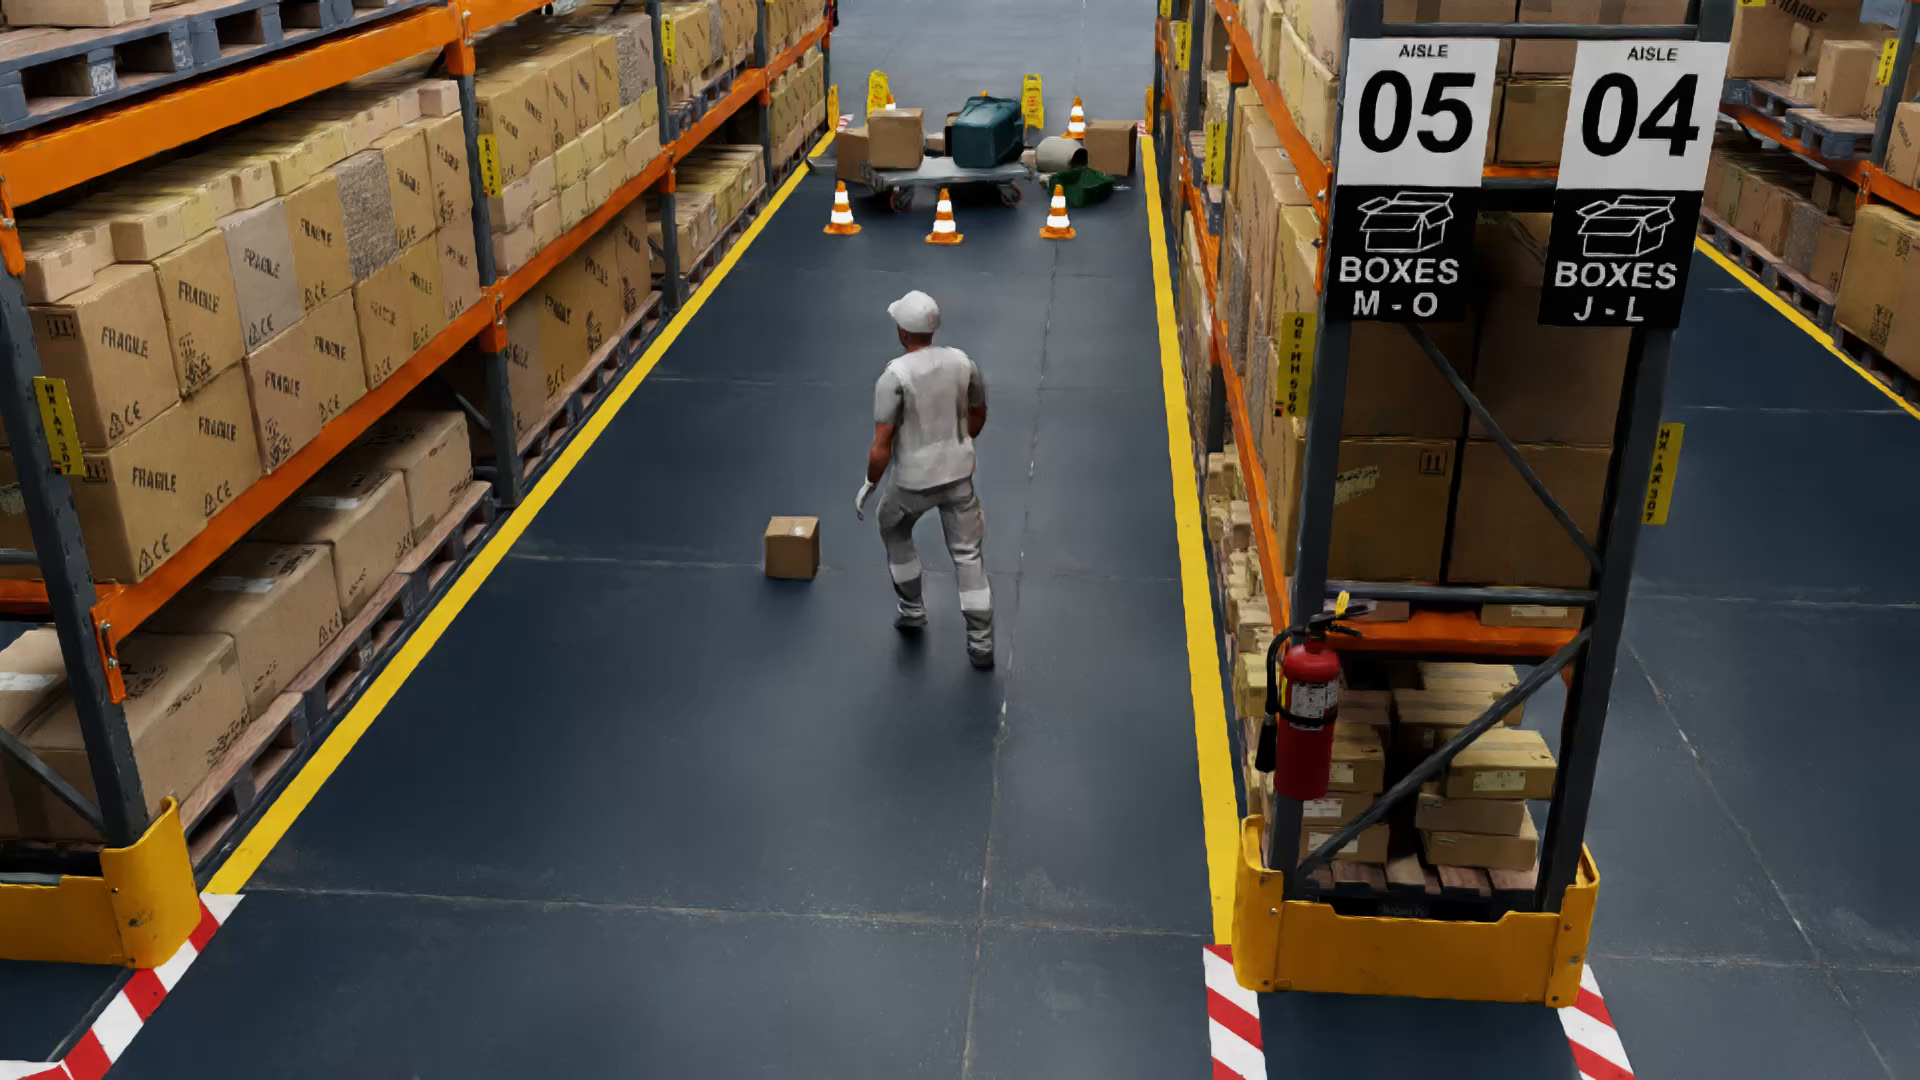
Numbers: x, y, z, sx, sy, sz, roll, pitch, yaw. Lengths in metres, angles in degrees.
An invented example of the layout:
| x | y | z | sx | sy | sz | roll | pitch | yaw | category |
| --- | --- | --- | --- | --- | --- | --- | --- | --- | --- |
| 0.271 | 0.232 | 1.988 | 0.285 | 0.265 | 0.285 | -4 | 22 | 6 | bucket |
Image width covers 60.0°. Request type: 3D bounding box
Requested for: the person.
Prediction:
| x | y | z | sx | sy | sz | roll | pitch | yaw | category |
| --- | --- | --- | --- | --- | --- | --- | --- | --- | --- |
| -0.171 | -0.271 | 7.731 | 0.686 | 1.788 | 0.691 | -11 | 27 | -23 | person |
